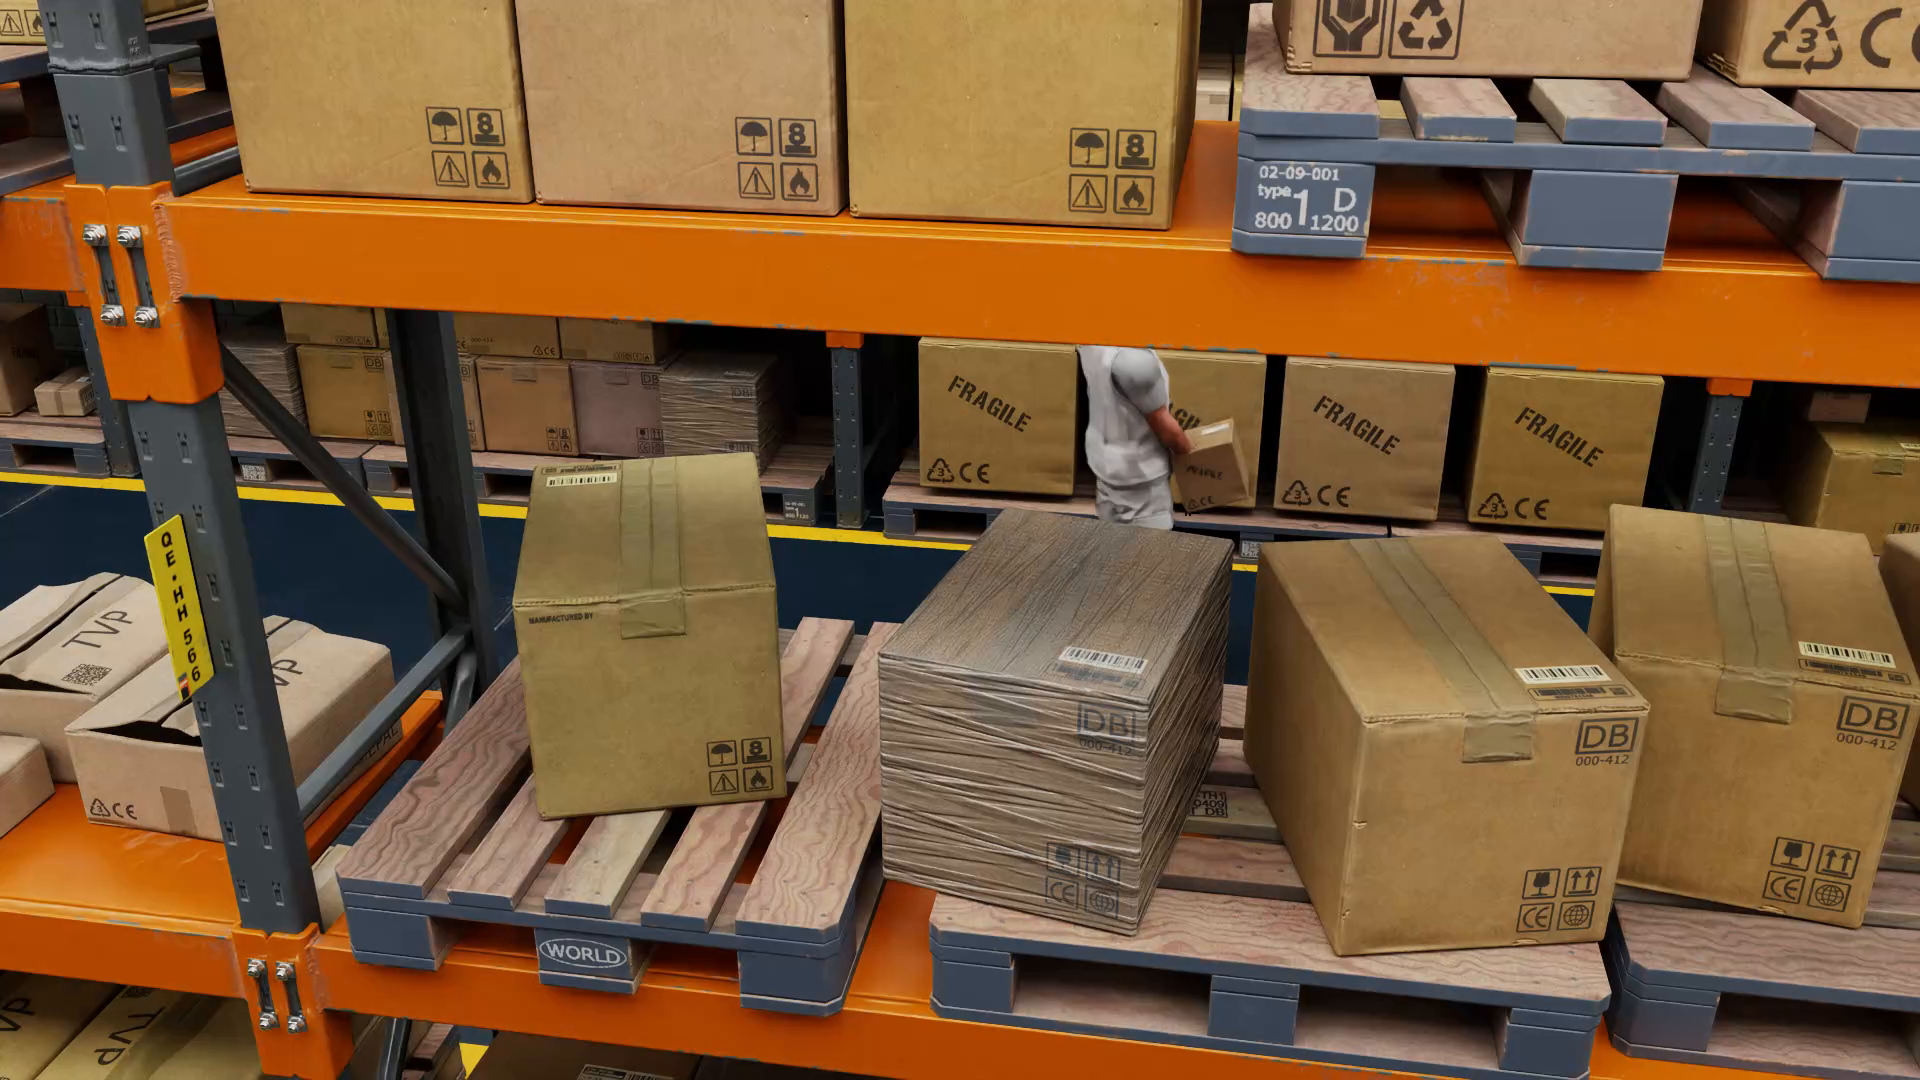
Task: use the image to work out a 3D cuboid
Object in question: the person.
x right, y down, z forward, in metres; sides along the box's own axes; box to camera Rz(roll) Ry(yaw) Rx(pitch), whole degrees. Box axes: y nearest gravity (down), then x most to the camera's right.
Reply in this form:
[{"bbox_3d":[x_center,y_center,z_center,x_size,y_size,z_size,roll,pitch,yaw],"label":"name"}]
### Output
[{"bbox_3d":[0.750,-0.272,6.663,0.528,1.794,0.558,-7,26,-16],"label":"person"}]
